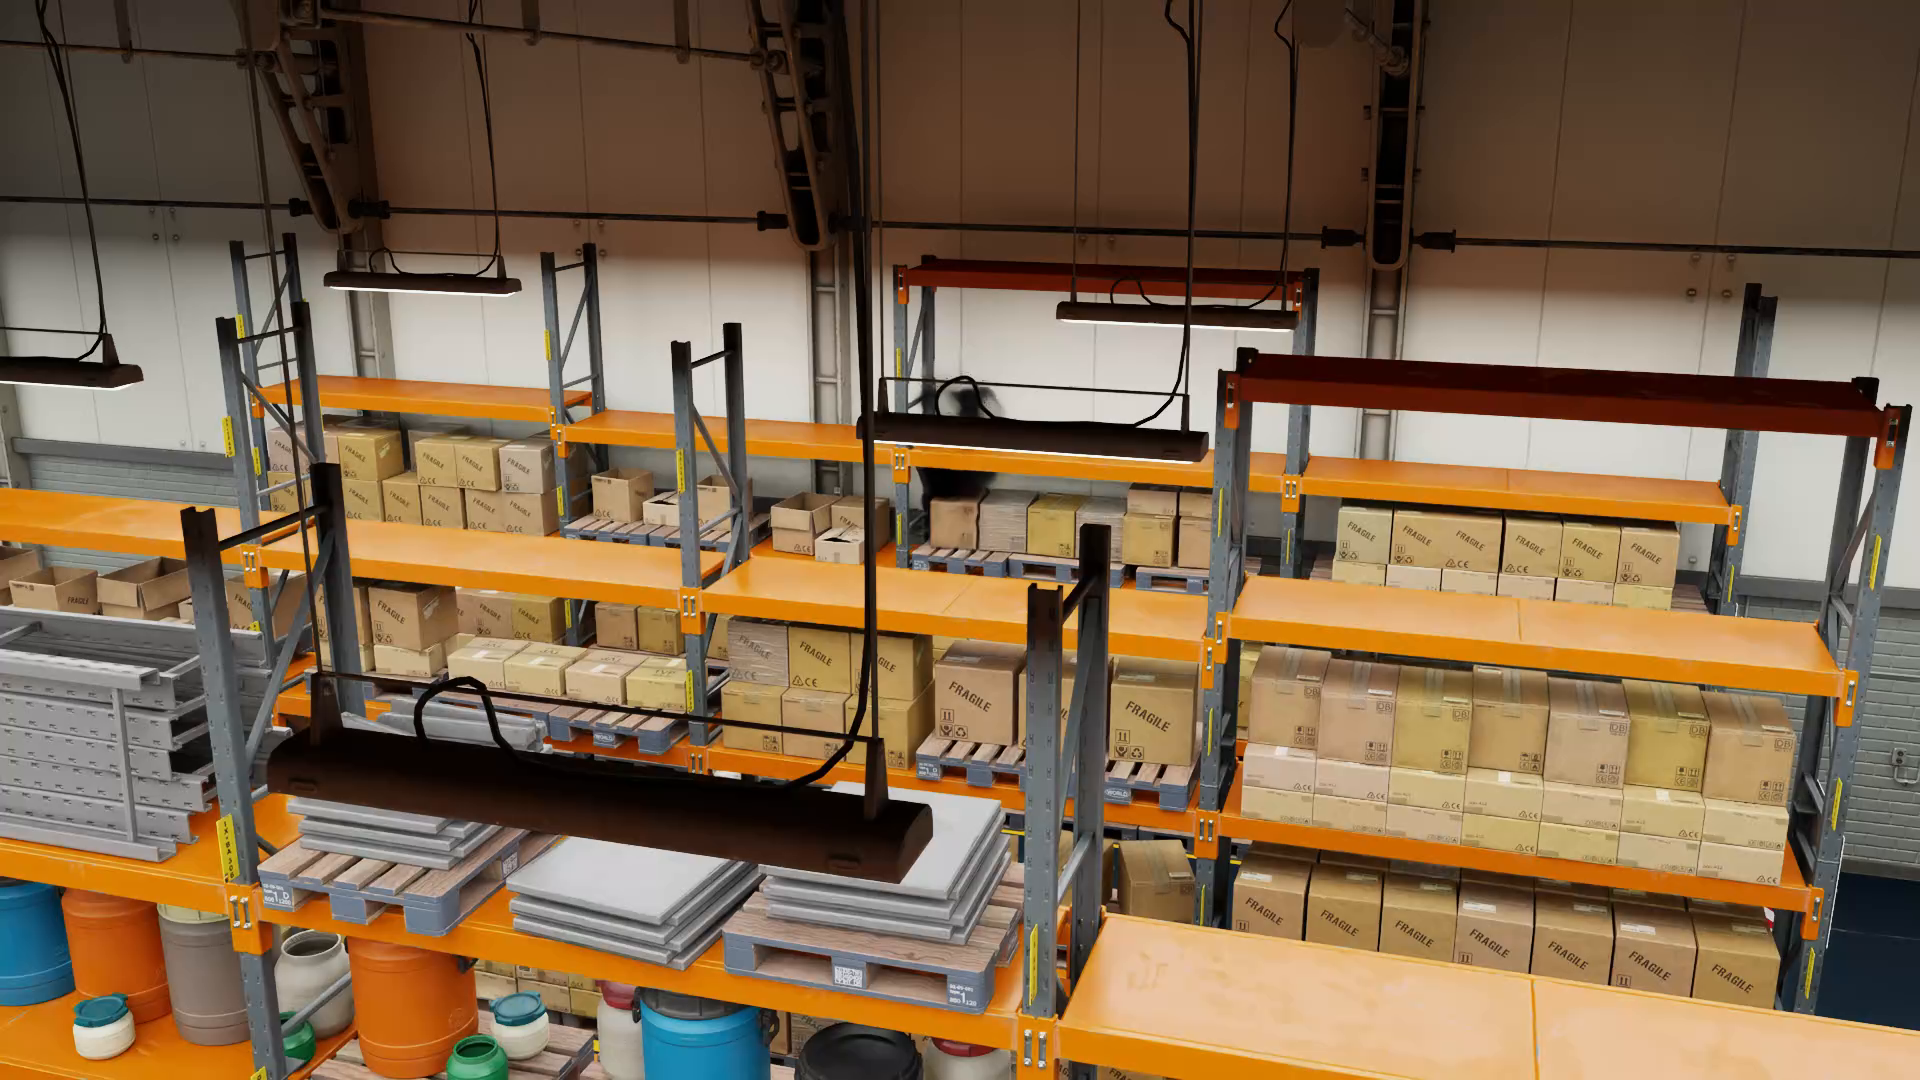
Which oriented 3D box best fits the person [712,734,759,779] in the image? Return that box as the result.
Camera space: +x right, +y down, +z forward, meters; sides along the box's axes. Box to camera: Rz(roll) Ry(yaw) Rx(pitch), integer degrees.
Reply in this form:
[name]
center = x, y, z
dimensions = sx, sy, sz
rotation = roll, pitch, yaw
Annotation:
[person]
center = -2.316, 2.698, 16.198
dimensions = 0.717, 1.753, 0.692
rotation = 1, 16, 5
